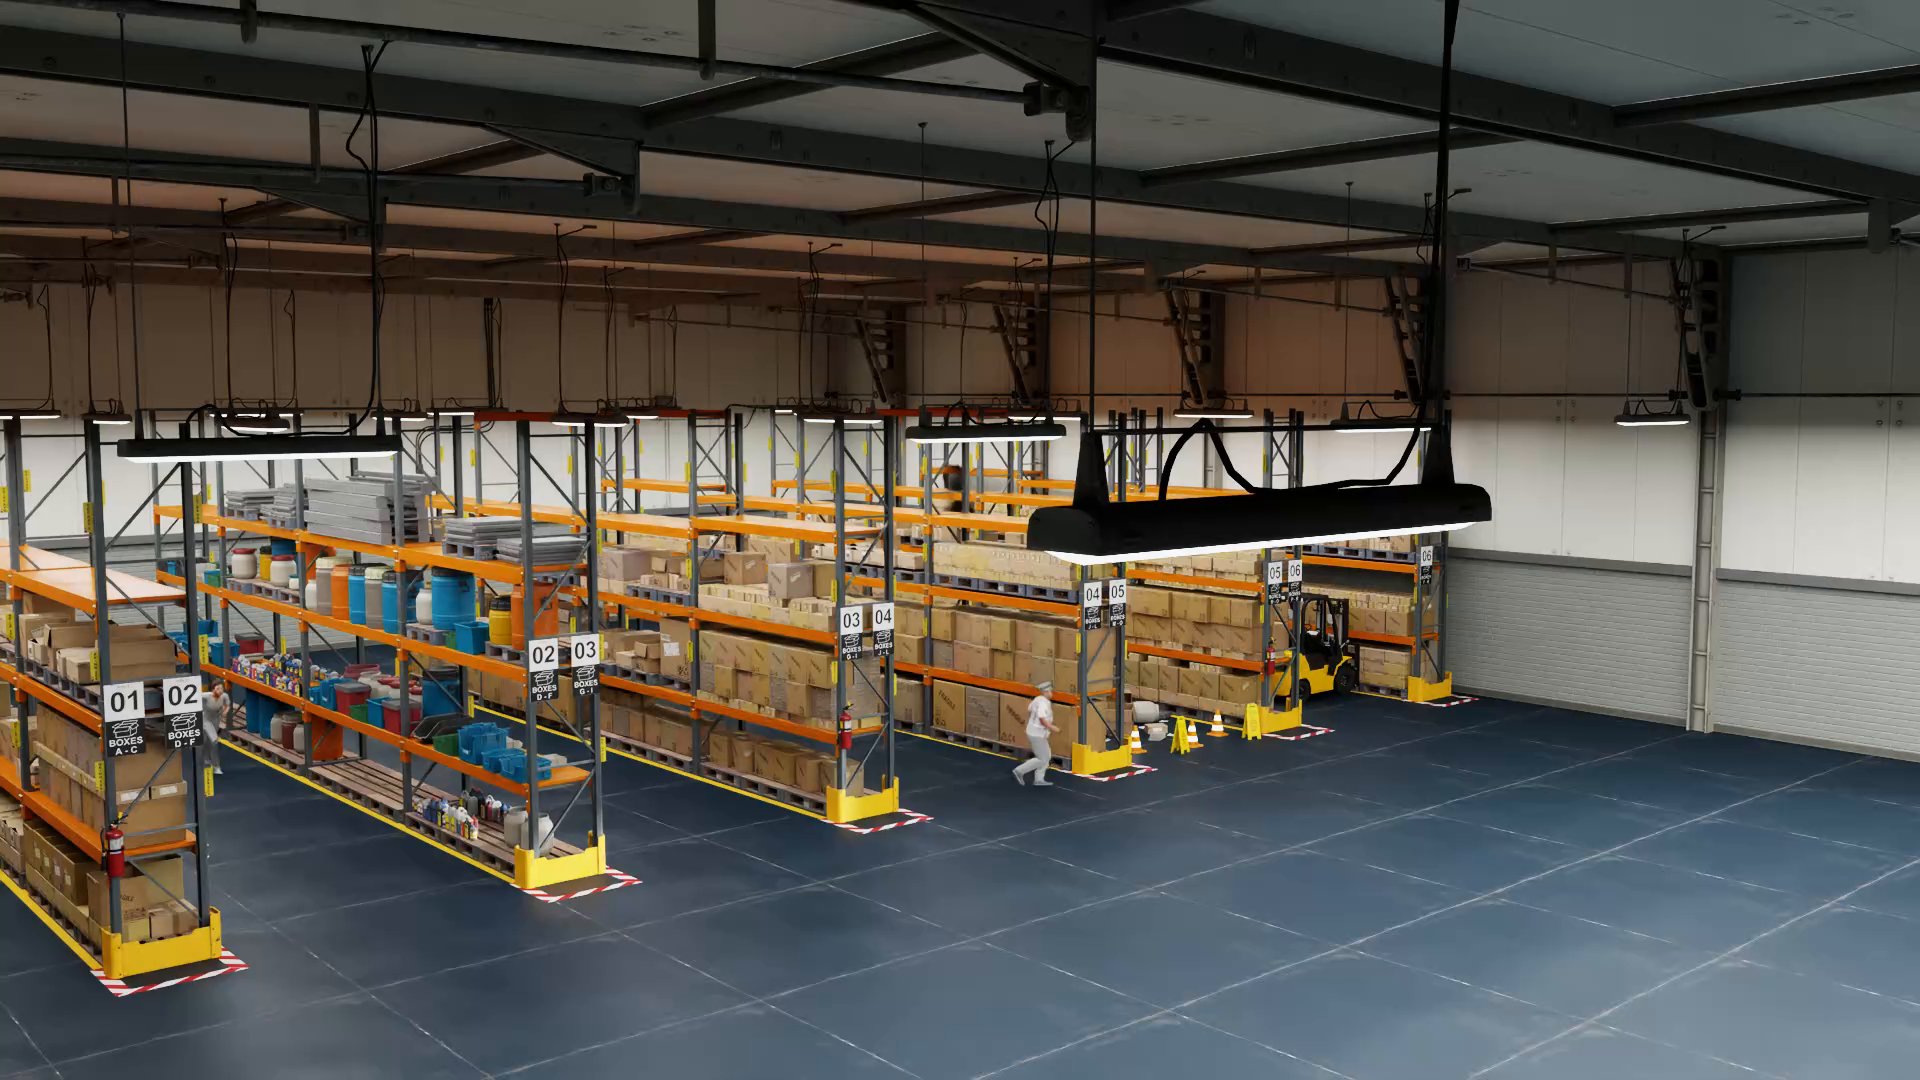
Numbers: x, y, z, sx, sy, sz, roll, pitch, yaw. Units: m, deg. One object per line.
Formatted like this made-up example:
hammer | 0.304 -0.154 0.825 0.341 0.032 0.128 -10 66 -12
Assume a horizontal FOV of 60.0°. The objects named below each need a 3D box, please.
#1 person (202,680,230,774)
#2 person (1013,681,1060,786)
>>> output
person | -12.619 3.119 27.920 0.954 1.623 0.613 5 7 43
person | 1.221 3.133 26.786 0.776 1.727 0.659 -1 5 -6
